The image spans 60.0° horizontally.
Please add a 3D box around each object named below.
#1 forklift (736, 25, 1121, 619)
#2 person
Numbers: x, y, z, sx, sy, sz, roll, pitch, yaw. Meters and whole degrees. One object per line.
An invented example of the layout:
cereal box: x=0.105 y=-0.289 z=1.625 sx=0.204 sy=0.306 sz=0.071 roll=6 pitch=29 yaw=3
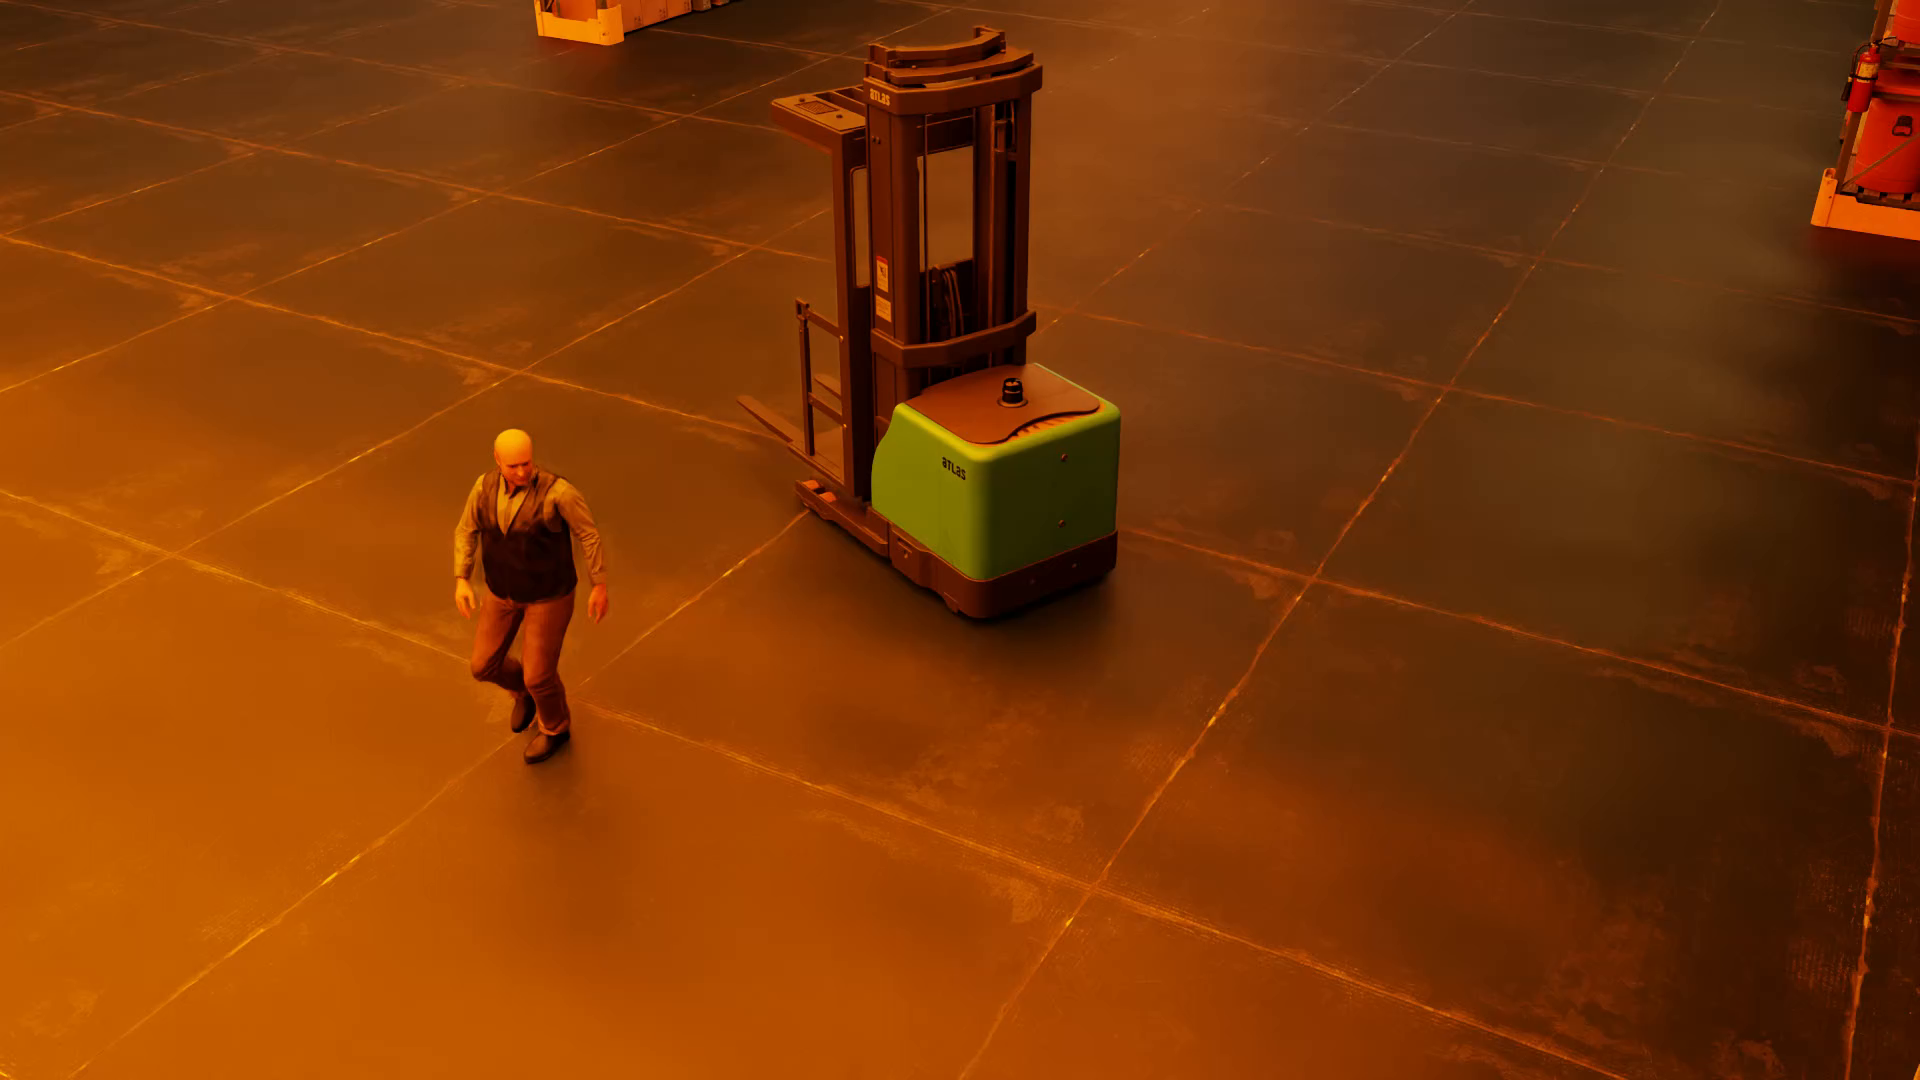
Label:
forklift: x=-0.363 y=-1.523 z=9.709 sx=1.130 sy=2.935 sz=3.031 roll=-20 pitch=35 yaw=-30
person: x=-2.016 y=0.268 z=7.858 sx=0.760 sy=1.688 sz=0.481 roll=12 pitch=32 yaw=20
